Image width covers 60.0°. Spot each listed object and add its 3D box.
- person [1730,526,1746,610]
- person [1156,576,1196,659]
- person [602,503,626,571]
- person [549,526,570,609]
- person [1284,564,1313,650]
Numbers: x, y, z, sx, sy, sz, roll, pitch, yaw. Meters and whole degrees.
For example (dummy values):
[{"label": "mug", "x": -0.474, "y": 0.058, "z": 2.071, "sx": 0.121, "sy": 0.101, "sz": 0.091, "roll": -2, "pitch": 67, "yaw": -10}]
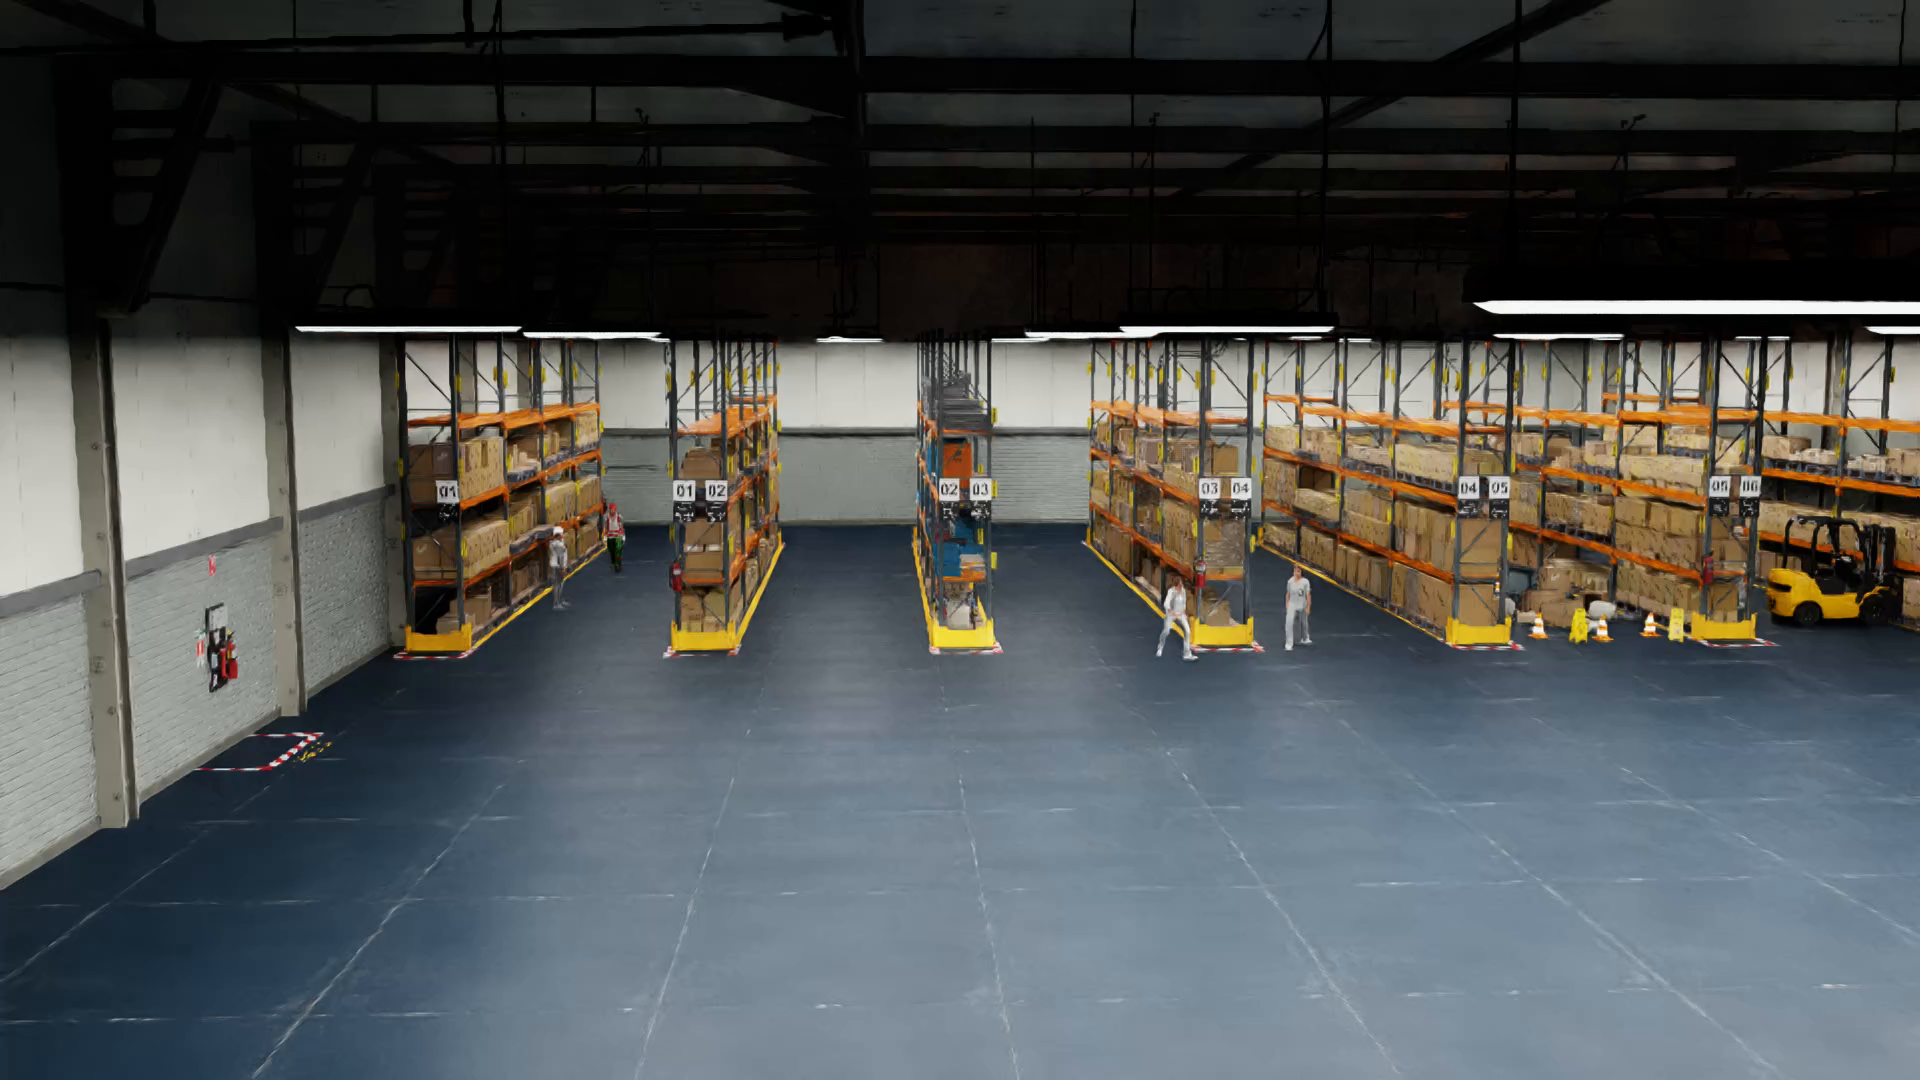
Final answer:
[{"label": "person", "x": 16.753, "y": 0.584, "z": 35.980, "sx": 0.577, "sy": 1.785, "sz": 0.655, "roll": 3, "pitch": 8, "yaw": 27}, {"label": "person", "x": 3.921, "y": 1.383, "z": 30.327, "sx": 0.554, "sy": 1.525, "sz": 0.786, "roll": -3, "pitch": 7, "yaw": -21}, {"label": "person", "x": -8.765, "y": -0.101, "z": 42.076, "sx": 0.557, "sy": 1.705, "sz": 1.116, "roll": -1, "pitch": 7, "yaw": -5}, {"label": "person", "x": -8.659, "y": 0.581, "z": 36.044, "sx": 0.463, "sy": 1.782, "sz": 0.598, "roll": -3, "pitch": 8, "yaw": -27}, {"label": "person", "x": 6.380, "y": 1.238, "z": 31.317, "sx": 0.495, "sy": 1.609, "sz": 0.953, "roll": 2, "pitch": 7, "yaw": 18}]
